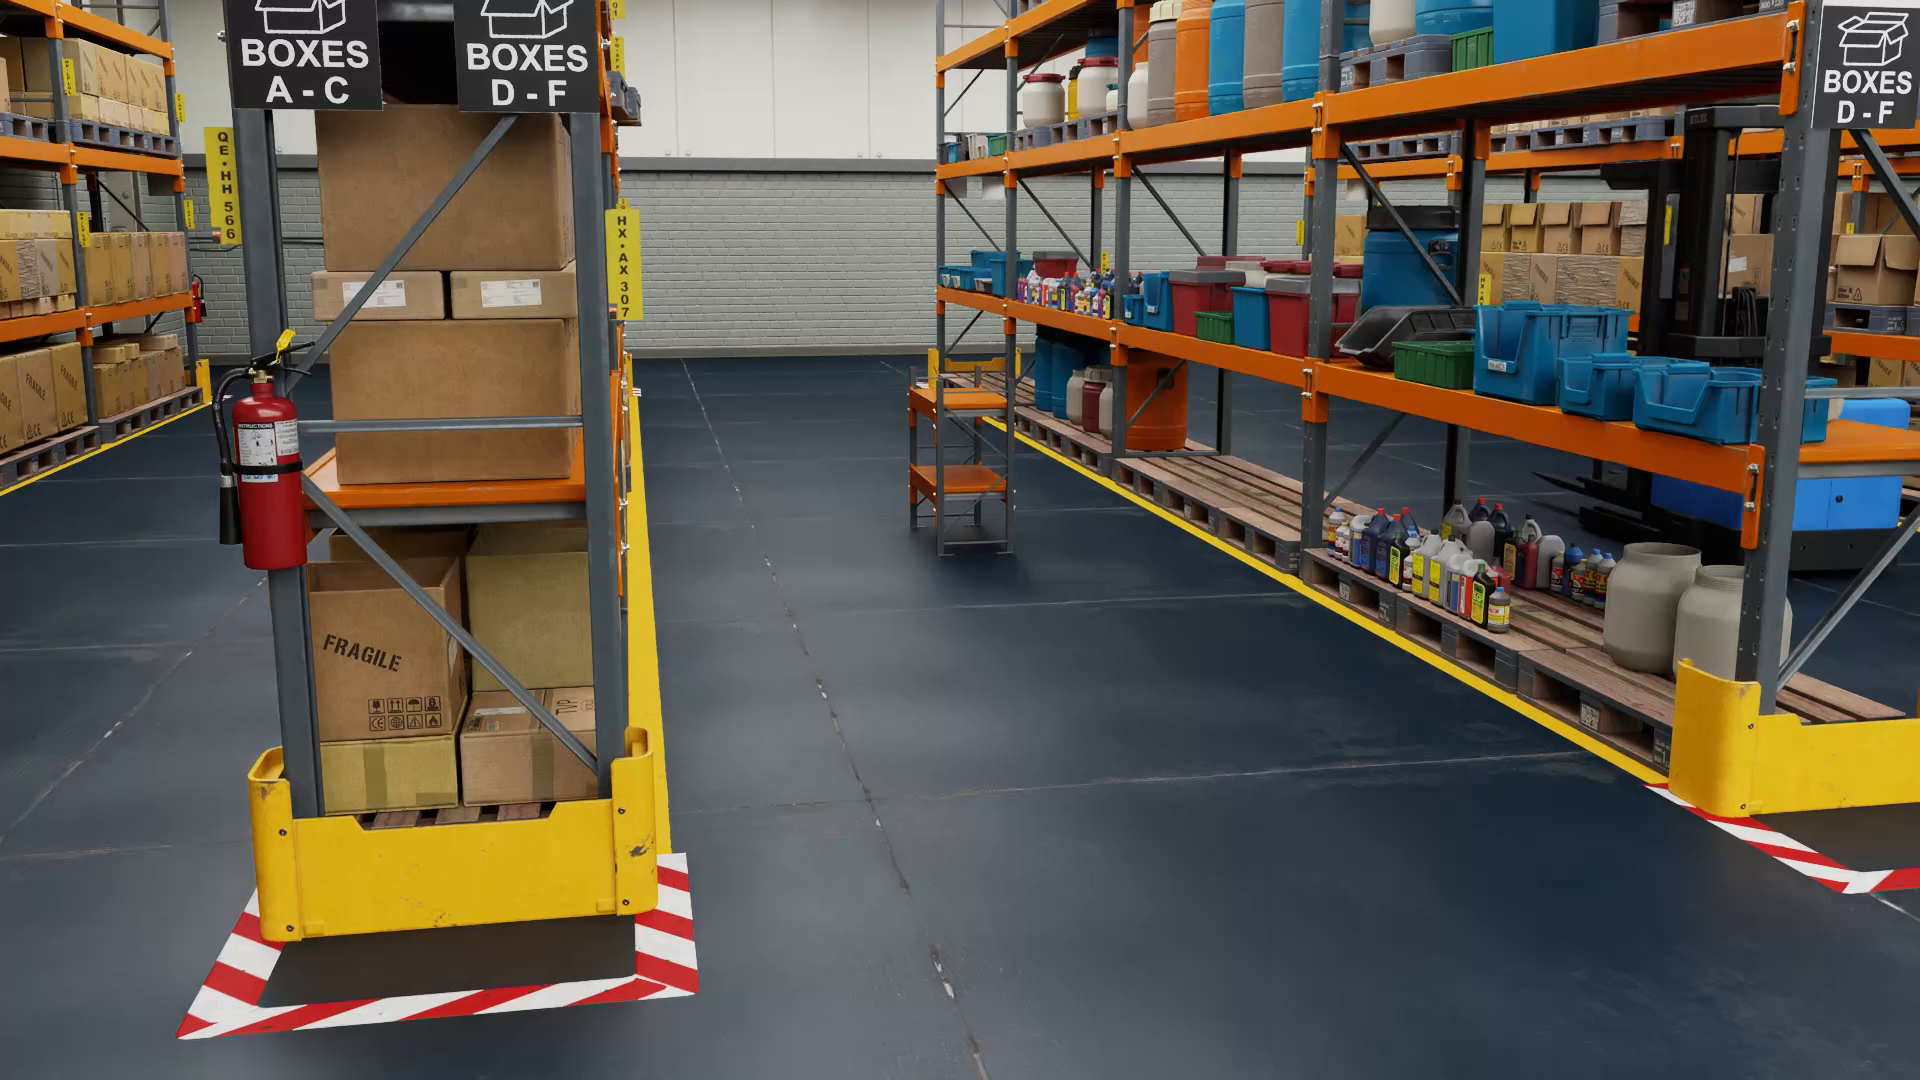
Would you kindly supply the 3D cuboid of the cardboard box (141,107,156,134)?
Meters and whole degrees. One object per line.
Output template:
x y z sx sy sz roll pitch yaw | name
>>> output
-9.011 -4.525 17.939 0.500 0.250 0.500 -3 11 -13 | cardboard box

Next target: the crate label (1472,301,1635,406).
2.690 -0.861 7.604 0.502 0.435 0.616 -2 11 -11 | crate label

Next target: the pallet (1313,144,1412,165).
5.215 -4.925 21.264 1.003 0.211 1.213 -2 11 -11 | pallet

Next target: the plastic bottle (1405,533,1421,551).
2.388 0.098 8.780 0.097 0.271 0.097 0 11 0 | plastic bottle

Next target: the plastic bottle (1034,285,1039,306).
0.782 -2.413 16.385 0.097 0.201 0.097 0 11 0 | plastic bottle

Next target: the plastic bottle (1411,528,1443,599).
2.405 0.111 8.497 0.144 0.351 0.185 -2 11 -11 | plastic bottle

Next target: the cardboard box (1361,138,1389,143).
5.353 -5.115 20.366 0.700 0.500 0.500 -3 11 -15 | cardboard box

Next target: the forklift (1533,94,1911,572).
4.923 -1.470 11.080 1.130 2.935 3.031 -1 11 -8 | forklift

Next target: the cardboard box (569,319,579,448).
-1.731 -0.568 5.890 0.700 0.500 0.500 -2 11 -10 | cardboard box

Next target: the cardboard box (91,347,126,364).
-8.671 -1.864 16.794 0.380 0.149 0.250 -2 11 -9 | cardboard box

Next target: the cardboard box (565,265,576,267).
-1.512 -0.878 5.786 0.380 0.149 0.250 -2 11 -11 | cardboard box

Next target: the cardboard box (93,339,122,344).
-9.305 -2.093 17.996 0.380 0.149 0.250 -2 11 -10 | cardboard box

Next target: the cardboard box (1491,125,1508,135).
5.961 -4.520 17.509 0.700 0.500 0.500 -2 11 -10 | cardboard box

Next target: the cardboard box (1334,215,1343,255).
4.986 -3.882 21.169 0.500 0.500 0.500 -2 11 -12 | cardboard box

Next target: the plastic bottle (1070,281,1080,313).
1.038 -2.194 15.015 0.061 0.283 0.133 -2 11 -11 | plastic bottle

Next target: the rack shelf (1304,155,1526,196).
5.449 -4.384 20.109 1.077 0.370 4.000 -2 11 -11 | rack shelf

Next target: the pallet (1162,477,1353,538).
2.104 -0.247 11.928 1.003 0.211 1.213 -2 11 -11 | pallet

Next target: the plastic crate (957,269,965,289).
0.183 -3.099 19.743 0.416 0.233 0.300 -2 11 -11 | plastic crate

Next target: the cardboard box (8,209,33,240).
-8.207 -2.666 14.059 0.500 0.250 0.500 -2 11 -10 | cardboard box

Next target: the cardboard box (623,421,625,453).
-2.651 -0.753 11.859 0.500 0.311 0.500 -2 11 -12 | cardboard box

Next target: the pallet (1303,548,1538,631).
2.625 0.245 9.345 1.003 0.211 1.213 -2 11 -11 | pallet

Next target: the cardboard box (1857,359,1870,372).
10.966 -2.089 19.855 0.380 0.149 0.250 -2 11 -8 | cardboard box

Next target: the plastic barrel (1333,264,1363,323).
2.565 -1.500 10.691 0.433 0.535 0.433 0 11 0 | plastic barrel

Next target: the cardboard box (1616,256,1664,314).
6.277 -2.294 14.959 0.500 0.500 0.500 -2 11 -9 | cardboard box

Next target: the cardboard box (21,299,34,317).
-8.225 -2.003 14.317 0.380 0.149 0.250 -2 11 -11 | cardboard box

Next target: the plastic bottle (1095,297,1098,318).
1.211 -2.008 14.258 0.097 0.201 0.097 0 11 0 | plastic bottle

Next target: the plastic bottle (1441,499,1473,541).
2.802 -0.052 9.353 0.144 0.351 0.185 -2 11 -11 | plastic bottle

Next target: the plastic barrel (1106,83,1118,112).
1.405 -3.786 14.292 0.301 0.262 0.301 0 11 0 | plastic barrel

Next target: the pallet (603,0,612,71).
-2.133 -2.345 7.708 1.003 0.211 1.213 -2 11 -11 | pallet

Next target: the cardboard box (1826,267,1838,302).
6.716 -1.980 12.856 0.500 0.250 0.500 -2 11 -13 | cardboard box

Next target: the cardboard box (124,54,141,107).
-8.910 -4.802 17.386 0.500 0.500 0.500 -3 11 -14 | cardboard box

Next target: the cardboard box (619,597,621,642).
-1.820 0.335 7.647 0.500 0.250 0.500 -2 11 -11 | cardboard box

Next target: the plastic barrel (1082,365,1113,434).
1.426 -1.301 15.337 0.600 0.588 0.708 -2 11 -11 | plastic barrel

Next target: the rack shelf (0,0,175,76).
-9.127 -5.121 17.026 1.077 0.370 4.000 -2 11 -11 | rack shelf

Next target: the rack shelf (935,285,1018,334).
0.591 -2.730 19.443 1.077 0.370 4.000 -2 11 -11 | rack shelf

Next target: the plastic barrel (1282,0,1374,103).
2.224 -3.055 9.861 0.600 0.901 0.708 -2 11 -11 | plastic barrel

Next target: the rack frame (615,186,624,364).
-3.880 -2.537 16.506 1.000 3.000 0.127 -2 11 -11 | rack frame

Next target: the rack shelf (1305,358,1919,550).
2.925 -0.529 7.880 1.077 0.370 4.000 -2 11 -11 | rack shelf

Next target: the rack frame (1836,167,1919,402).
10.723 -3.059 19.245 1.000 3.000 0.127 -2 11 -11 | rack frame

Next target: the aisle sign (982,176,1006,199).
0.475 -4.751 21.185 0.394 0.787 0.004 -2 11 -11 | aisle sign

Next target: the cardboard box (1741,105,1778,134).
6.557 -3.374 13.278 0.500 0.250 0.500 -2 11 -10 | cardboard box

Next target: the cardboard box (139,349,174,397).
-9.184 -1.852 18.467 0.700 0.500 0.500 -2 11 -11 | cardboard box

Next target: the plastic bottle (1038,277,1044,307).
0.805 -2.414 16.169 0.061 0.283 0.133 -2 11 -11 | plastic bottle

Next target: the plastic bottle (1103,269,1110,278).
1.479 -2.536 16.630 0.144 0.351 0.185 -2 11 -11 | plastic bottle

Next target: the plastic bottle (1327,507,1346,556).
2.168 -0.051 9.563 0.097 0.271 0.097 0 11 0 | plastic bottle

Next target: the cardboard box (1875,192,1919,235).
10.874 -3.837 19.596 0.500 0.500 0.500 -2 11 -10 | cardboard box

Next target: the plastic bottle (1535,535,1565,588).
3.071 0.104 8.734 0.152 0.276 0.135 -2 11 -10 | plastic bottle

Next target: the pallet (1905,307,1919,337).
7.388 -1.481 11.468 1.003 0.211 1.213 -2 11 -11 | pallet

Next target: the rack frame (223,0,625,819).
-1.546 -0.337 4.942 1.000 3.000 0.127 -2 11 -11 | rack frame

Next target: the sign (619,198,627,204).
-4.109 -4.012 20.309 0.100 0.325 0.005 -2 11 -11 | sign

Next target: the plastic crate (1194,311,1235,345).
1.920 -1.455 11.384 0.450 0.188 0.662 -2 11 -11 | plastic crate

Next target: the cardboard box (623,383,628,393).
-3.110 -1.074 14.325 0.500 0.500 0.500 -2 11 -12 | cardboard box

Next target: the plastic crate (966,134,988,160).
0.330 -4.448 18.839 0.437 0.282 0.530 -2 11 -11 | plastic crate

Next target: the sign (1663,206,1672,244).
6.072 -2.711 14.323 0.100 0.325 0.005 -2 11 -11 | sign

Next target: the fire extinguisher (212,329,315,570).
-1.979 -0.260 4.747 0.296 0.674 0.183 -2 11 -11 | fire extinguisher

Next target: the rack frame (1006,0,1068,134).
0.980 -5.664 16.887 1.000 3.000 0.127 -2 11 -11 | rack frame

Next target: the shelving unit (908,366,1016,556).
-0.001 -0.554 11.098 0.538 1.125 1.048 -2 11 -11 | shelving unit

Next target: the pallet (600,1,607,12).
-1.658 -1.897 5.356 1.003 0.211 1.213 -2 11 -11 | pallet

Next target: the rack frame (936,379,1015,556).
0.098 -0.461 10.608 0.500 1.125 0.032 -2 11 -11 | rack frame
